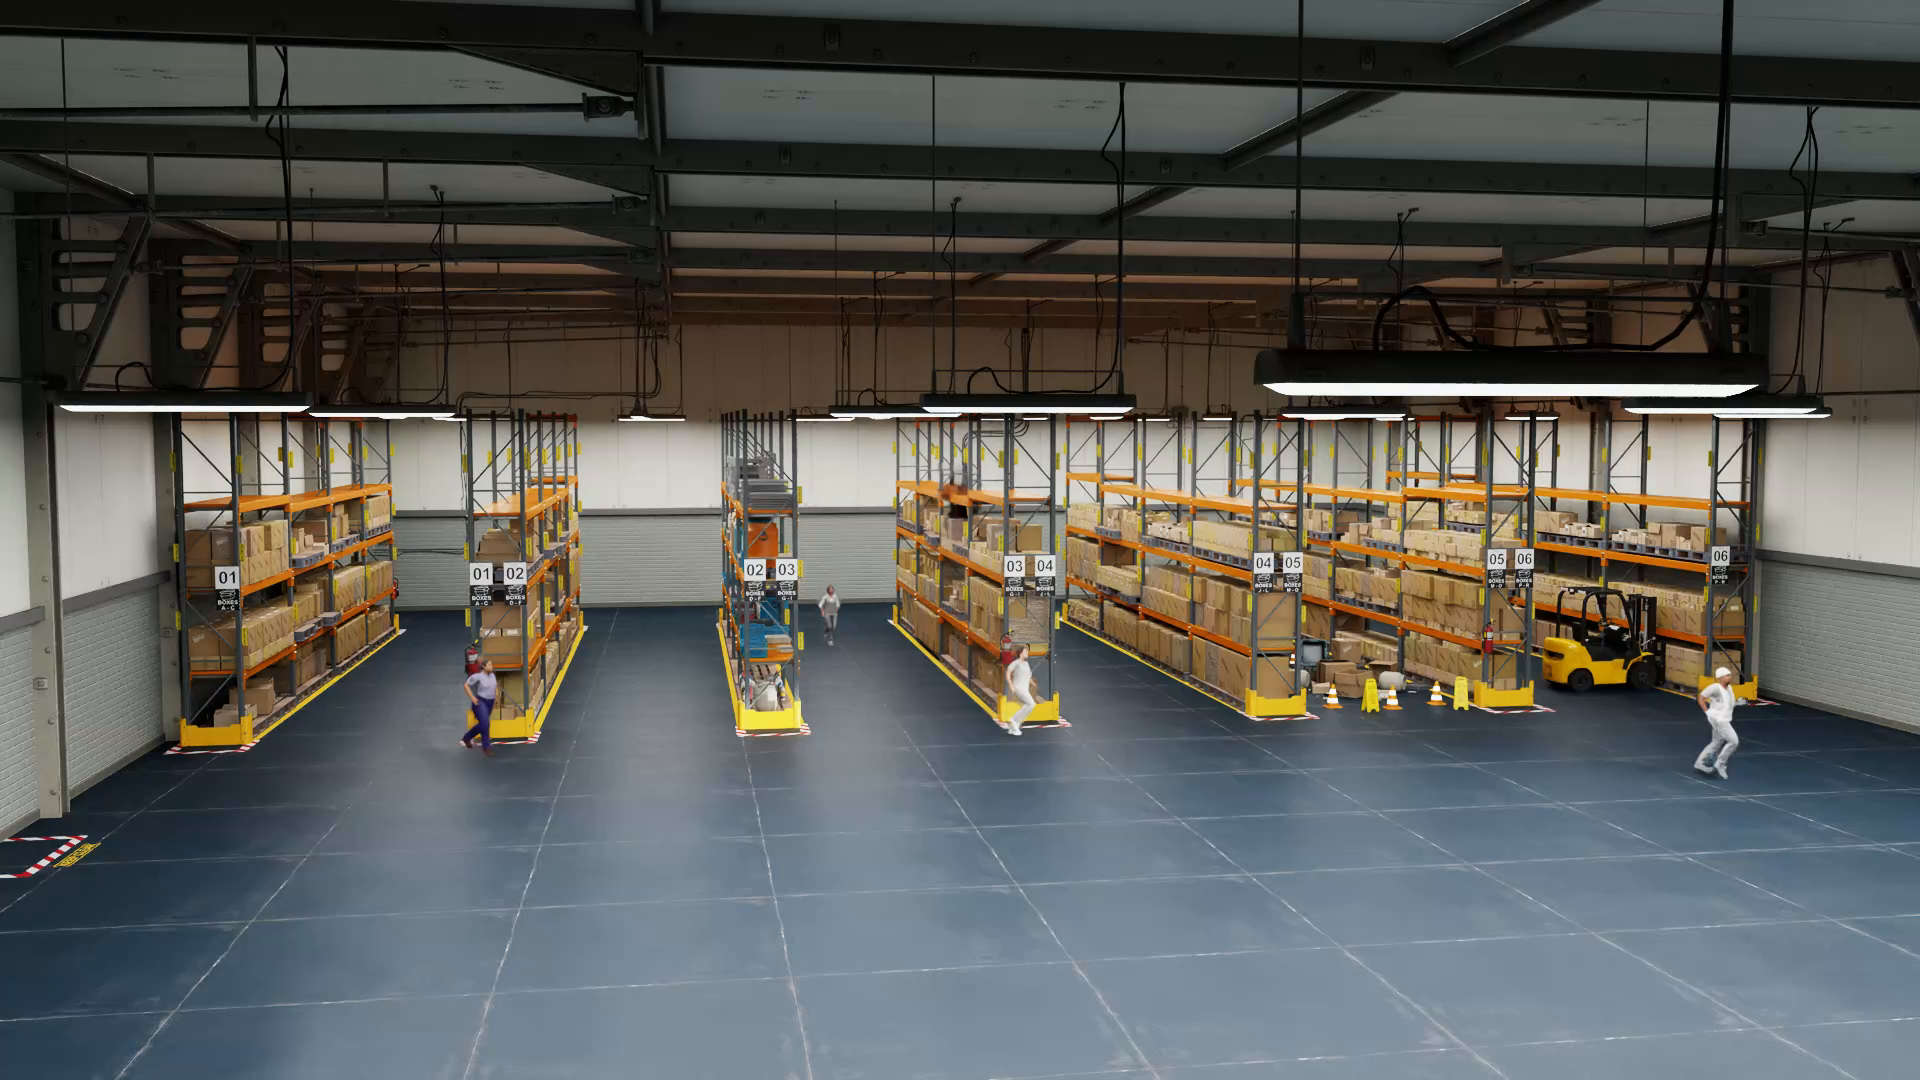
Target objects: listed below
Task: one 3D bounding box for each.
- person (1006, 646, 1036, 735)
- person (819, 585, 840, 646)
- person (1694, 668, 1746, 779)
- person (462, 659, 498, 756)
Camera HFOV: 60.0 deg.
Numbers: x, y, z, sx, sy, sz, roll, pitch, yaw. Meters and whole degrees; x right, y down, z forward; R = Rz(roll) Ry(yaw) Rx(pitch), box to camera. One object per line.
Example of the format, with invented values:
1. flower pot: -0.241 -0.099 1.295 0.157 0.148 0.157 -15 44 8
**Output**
1. person: 1.190 2.776 30.682 0.526 1.609 0.567 2 5 30
2. person: -3.344 1.954 43.026 0.535 1.559 0.503 -1 4 -20
3. person: 12.348 2.957 27.034 0.752 1.784 0.667 3 5 41
4. person: -8.312 2.911 29.009 0.850 1.675 0.635 2 4 25
